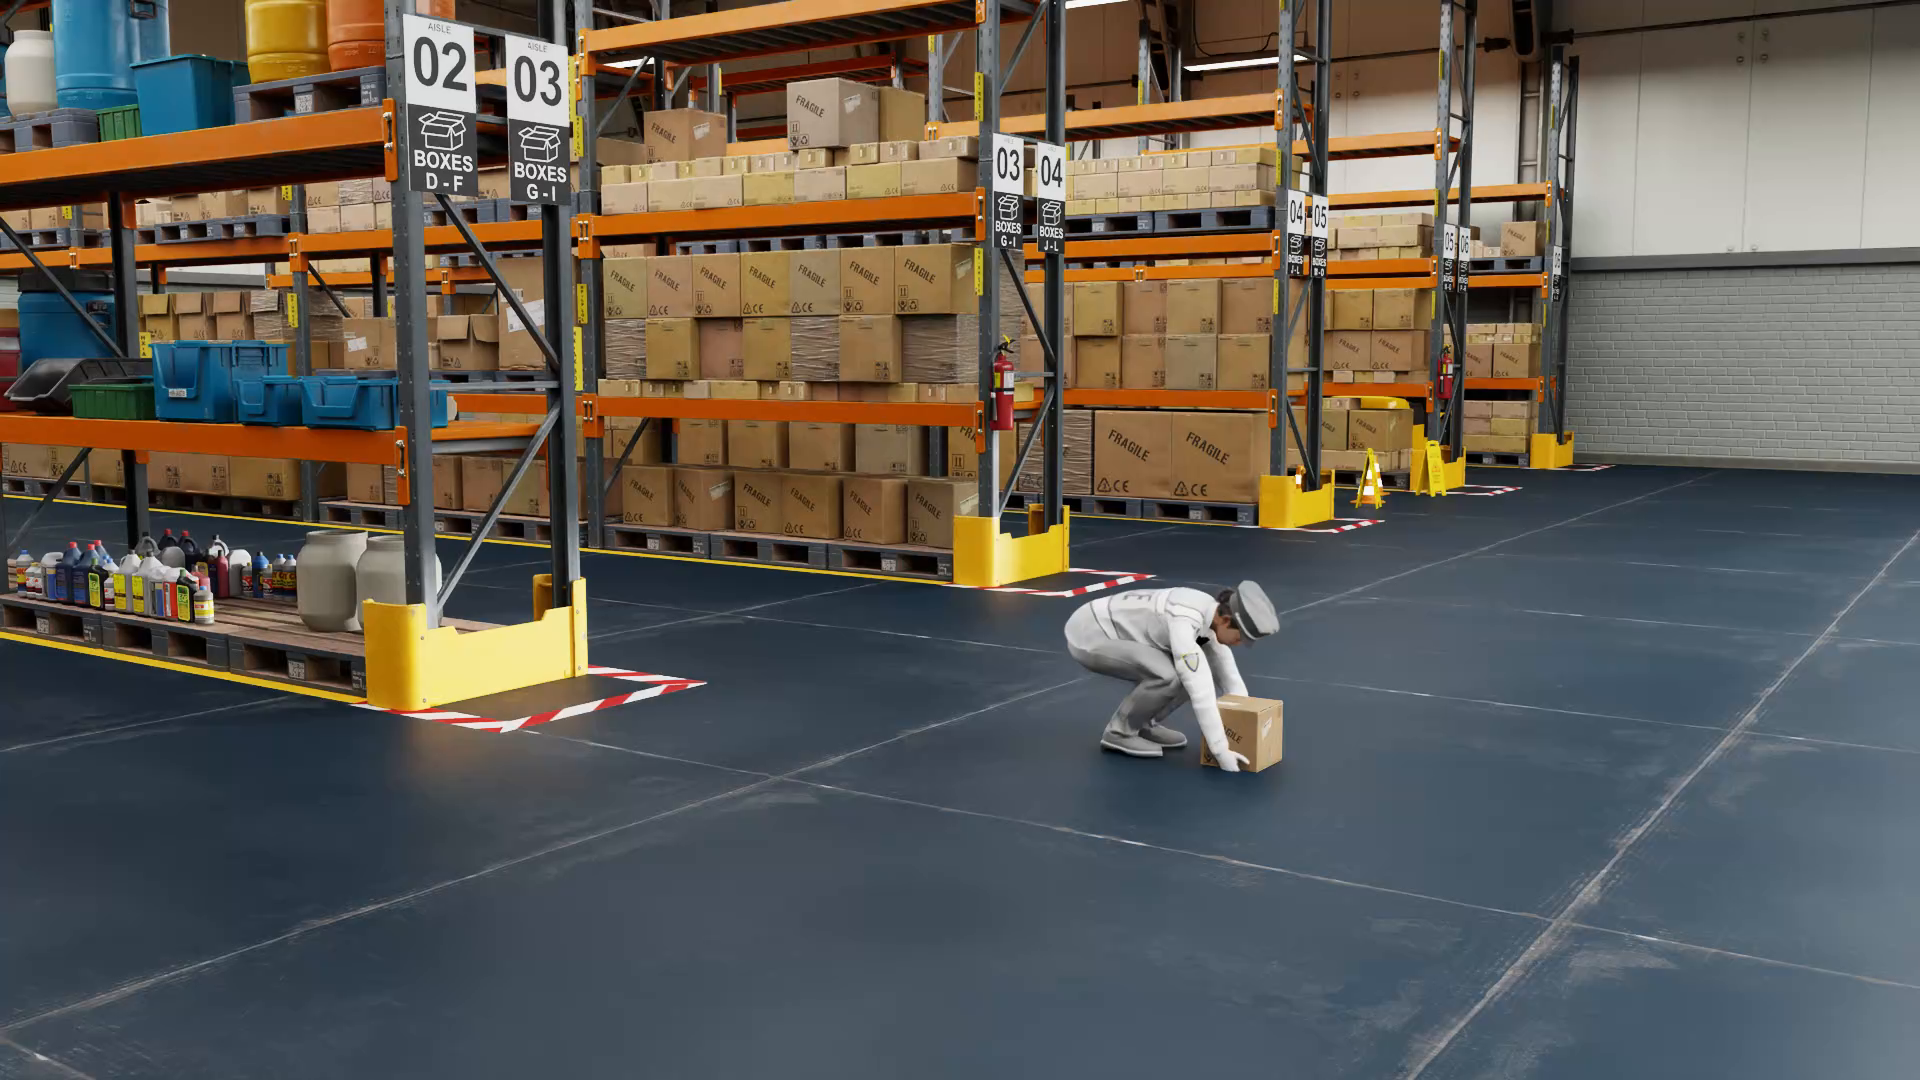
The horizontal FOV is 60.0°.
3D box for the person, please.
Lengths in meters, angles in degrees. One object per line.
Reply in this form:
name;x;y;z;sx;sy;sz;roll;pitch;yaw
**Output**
person;0.884;0.531;6.963;0.909;0.769;0.441;4;8;32
